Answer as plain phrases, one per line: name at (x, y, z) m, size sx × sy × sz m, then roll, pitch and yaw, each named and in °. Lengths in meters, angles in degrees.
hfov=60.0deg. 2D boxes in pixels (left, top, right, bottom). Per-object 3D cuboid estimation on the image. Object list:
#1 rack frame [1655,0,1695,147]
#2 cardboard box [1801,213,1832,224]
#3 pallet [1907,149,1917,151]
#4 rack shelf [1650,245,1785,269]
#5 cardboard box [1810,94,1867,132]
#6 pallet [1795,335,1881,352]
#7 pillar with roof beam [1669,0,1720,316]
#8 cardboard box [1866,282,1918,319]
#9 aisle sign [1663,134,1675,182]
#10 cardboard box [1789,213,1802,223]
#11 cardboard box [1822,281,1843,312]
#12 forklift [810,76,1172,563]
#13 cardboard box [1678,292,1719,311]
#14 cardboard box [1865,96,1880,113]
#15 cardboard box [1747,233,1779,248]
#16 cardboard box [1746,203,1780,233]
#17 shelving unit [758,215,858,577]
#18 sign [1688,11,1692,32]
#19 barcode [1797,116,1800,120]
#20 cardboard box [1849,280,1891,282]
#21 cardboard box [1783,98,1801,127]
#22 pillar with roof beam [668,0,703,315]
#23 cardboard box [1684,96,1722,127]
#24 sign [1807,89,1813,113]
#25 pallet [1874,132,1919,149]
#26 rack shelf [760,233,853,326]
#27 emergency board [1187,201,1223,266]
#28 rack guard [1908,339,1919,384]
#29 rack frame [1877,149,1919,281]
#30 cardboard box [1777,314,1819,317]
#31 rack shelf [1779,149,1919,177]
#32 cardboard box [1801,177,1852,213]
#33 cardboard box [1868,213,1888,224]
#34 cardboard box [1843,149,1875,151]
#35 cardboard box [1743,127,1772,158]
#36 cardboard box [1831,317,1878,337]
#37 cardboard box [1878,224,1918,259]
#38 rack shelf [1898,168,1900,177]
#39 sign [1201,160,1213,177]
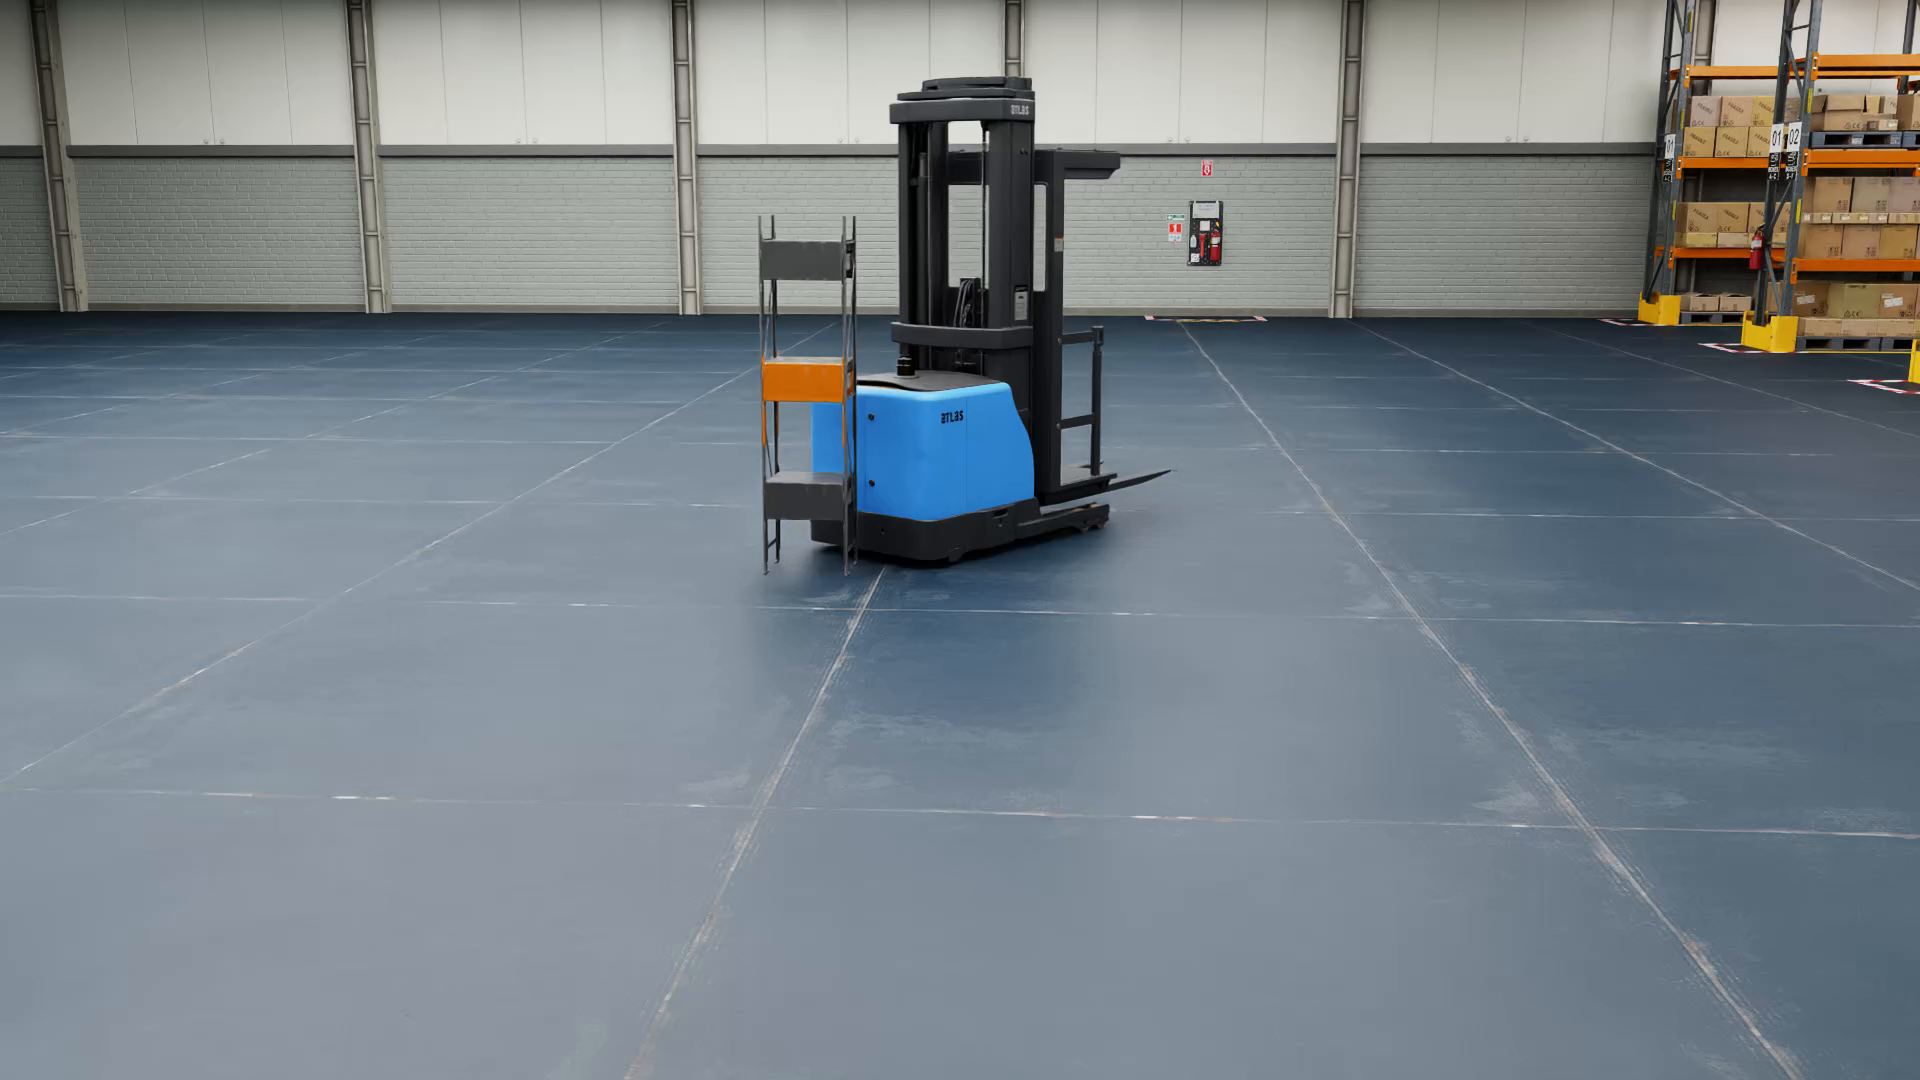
rack frame at (12.171, -8.226, 28.263) m, size 0.127 × 3.000 × 1.000 m, roll 1°, pitch 12°, yaw 4°
cardboard box at (12.220, -4.594, 23.727) m, size 0.250 × 0.149 × 0.380 m, roll 1°, pitch 12°, yaw 3°
pallet at (16.770, -6.581, 28.184) m, size 1.003 × 0.211 × 1.213 m, roll 1°, pitch 12°, yaw 4°
rack shelf at (14.166, -4.910, 28.820) m, size 4.000 × 0.370 × 1.077 m, roll 1°, pitch 12°, yaw 4°
cardboard box at (12.416, -6.061, 23.623) m, size 0.637 × 0.503 × 0.797 m, roll 2°, pitch 12°, yaw 8°
pallet at (12.609, -2.911, 24.316) m, size 1.213 × 0.211 × 1.003 m, roll 1°, pitch 12°, yaw 4°
pillar with roof beam at (12.639, -7.513, 24.858) m, size 0.400 × 9.000 × 9.100 m, roll 1°, pitch 12°, yaw 4°
cardboard box at (13.362, -3.441, 23.898) m, size 0.500 × 0.500 × 0.500 m, roll 1°, pitch 12°, yaw 4°
aisle sign at (12.079, -6.501, 28.323) m, size 0.004 × 0.787 × 0.394 m, roll 1°, pitch 12°, yaw 4°
cardboard box at (12.237, -4.677, 24.124) m, size 0.250 × 0.149 × 0.380 m, roll 1°, pitch 12°, yaw 3°
cardboard box at (15.123, -4.232, 28.856) m, size 0.500 × 0.500 × 0.500 m, roll 0°, pitch 12°, yaw -1°
forklift at (0.364, -1.542, 11.133) m, size 1.130 × 2.935 × 3.031 m, roll 9°, pitch 15°, yaw 38°
cardboard box at (12.855, -4.161, 28.975) m, size 0.500 × 0.311 × 0.500 m, roll -1°, pitch 12°, yaw -3°
cardboard box at (15.093, -7.208, 27.988) m, size 0.500 × 0.500 × 0.500 m, roll 1°, pitch 12°, yaw 7°
cardboard box at (13.663, -5.142, 28.490) m, size 0.500 × 0.250 × 0.500 m, roll 1°, pitch 12°, yaw 3°
cardboard box at (13.634, -5.508, 28.407) m, size 0.500 × 0.500 × 0.500 m, roll 0°, pitch 12°, yaw 2°
shelving unit at (-0.892, -0.857, 9.869) m, size 0.503 × 2.100 × 0.431 m, roll 2°, pitch 12°, yaw 5°
sign at (12.134, -8.611, 27.630) m, size 0.005 × 0.325 × 0.100 m, roll 1°, pitch 12°, yaw 4°
barcode at (12.177, -6.124, 24.124) m, size 0.075 × 0.075 × 0.001 m, roll 1°, pitch 12°, yaw 4°
cardboard box at (13.397, -3.547, 24.406) m, size 0.500 × 0.500 × 0.500 m, roll 1°, pitch 12°, yaw 4°
cardboard box at (14.155, -7.328, 28.564) m, size 0.500 × 0.500 × 0.500 m, roll 1°, pitch 12°, yaw 4°
pillar with roof beam at (-5.321, -7.760, 26.035) m, size 0.400 × 9.000 × 9.100 m, roll 1°, pitch 12°, yaw 4°
cardboard box at (12.539, -7.251, 28.193) m, size 0.500 × 0.500 × 0.500 m, roll 0°, pitch 12°, yaw 0°
sign at (11.800, -6.099, 23.093) m, size 0.005 × 0.325 × 0.100 m, roll 1°, pitch 12°, yaw 4°
pallet at (13.768, -5.671, 23.593) m, size 1.213 × 0.211 × 1.003 m, roll 1°, pitch 12°, yaw 4°
rack shelf at (-0.887, -1.529, 9.732) m, size 0.480 × 0.518 × 0.431 m, roll 2°, pitch 12°, yaw 5°
emergency board at (4.477, -5.580, 30.268) m, size 0.643 × 1.169 × 0.194 m, roll 1°, pitch 12°, yaw 4°
rack guard at (11.587, -2.050, 19.499) m, size 0.348 × 0.500 × 1.175 m, roll 1°, pitch 12°, yaw 4°
rack frame at (16.162, -5.235, 28.616) m, size 0.127 × 3.000 × 1.000 m, roll 1°, pitch 12°, yaw 4°
cardboard box at (12.398, -3.190, 24.531) m, size 0.500 × 0.250 × 0.500 m, roll 1°, pitch 12°, yaw 4°
rack shelf at (13.839, -5.366, 23.675) m, size 4.000 × 0.370 × 1.077 m, roll 1°, pitch 12°, yaw 4°
cardboard box at (12.361, -4.951, 23.850) m, size 0.500 × 0.500 × 0.700 m, roll 1°, pitch 12°, yaw 4°
cardboard box at (12.984, -4.584, 23.676) m, size 0.250 × 0.149 × 0.380 m, roll 1°, pitch 12°, yaw 3°
cardboard box at (15.137, -6.727, 28.134) m, size 0.500 × 0.500 × 0.500 m, roll 0°, pitch 12°, yaw -1°
cardboard box at (13.539, -6.740, 28.192) m, size 0.500 × 0.500 × 0.500 m, roll 1°, pitch 12°, yaw 6°
cardboard box at (12.863, -3.078, 23.996) m, size 0.500 × 0.250 × 0.500 m, roll 1°, pitch 12°, yaw 4°
cardboard box at (13.327, -4.303, 23.918) m, size 0.500 × 0.500 × 0.700 m, roll 1°, pitch 12°, yaw 4°
rack shelf at (18.157, -6.323, 28.252) m, size 4.000 × 0.370 × 1.077 m, roll 1°, pitch 12°, yaw 4°
sign at (4.476, -6.735, 30.128) m, size 0.199 × 0.298 × 0.001 m, roll 1°, pitch 12°, yaw 4°
